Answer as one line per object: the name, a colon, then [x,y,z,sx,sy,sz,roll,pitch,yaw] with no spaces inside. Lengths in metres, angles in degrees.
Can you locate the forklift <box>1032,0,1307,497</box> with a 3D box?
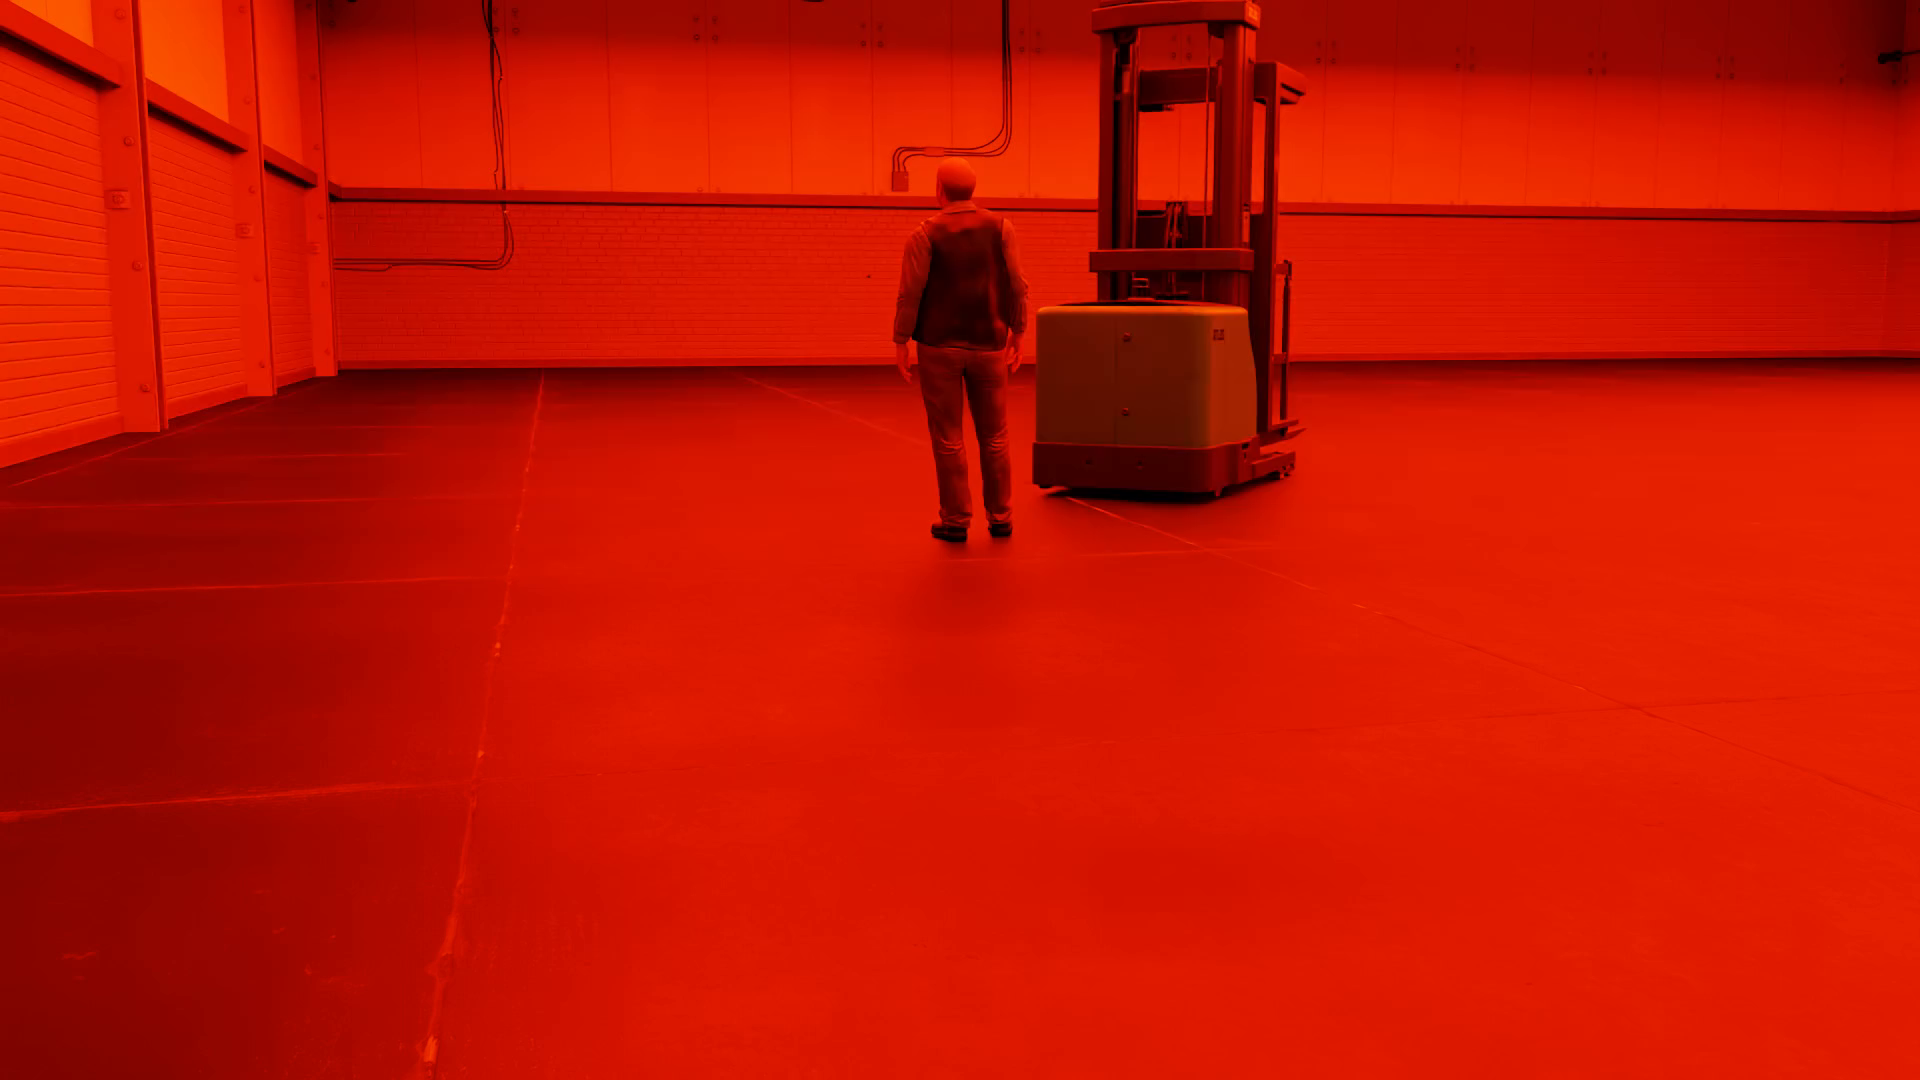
forklift: [1.496,-1.853,10.373,1.130,2.935,3.031,4,9,25]

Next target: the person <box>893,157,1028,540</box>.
person: [-0.006,-0.868,7.648,0.632,1.720,0.568,-2,8,-13]
